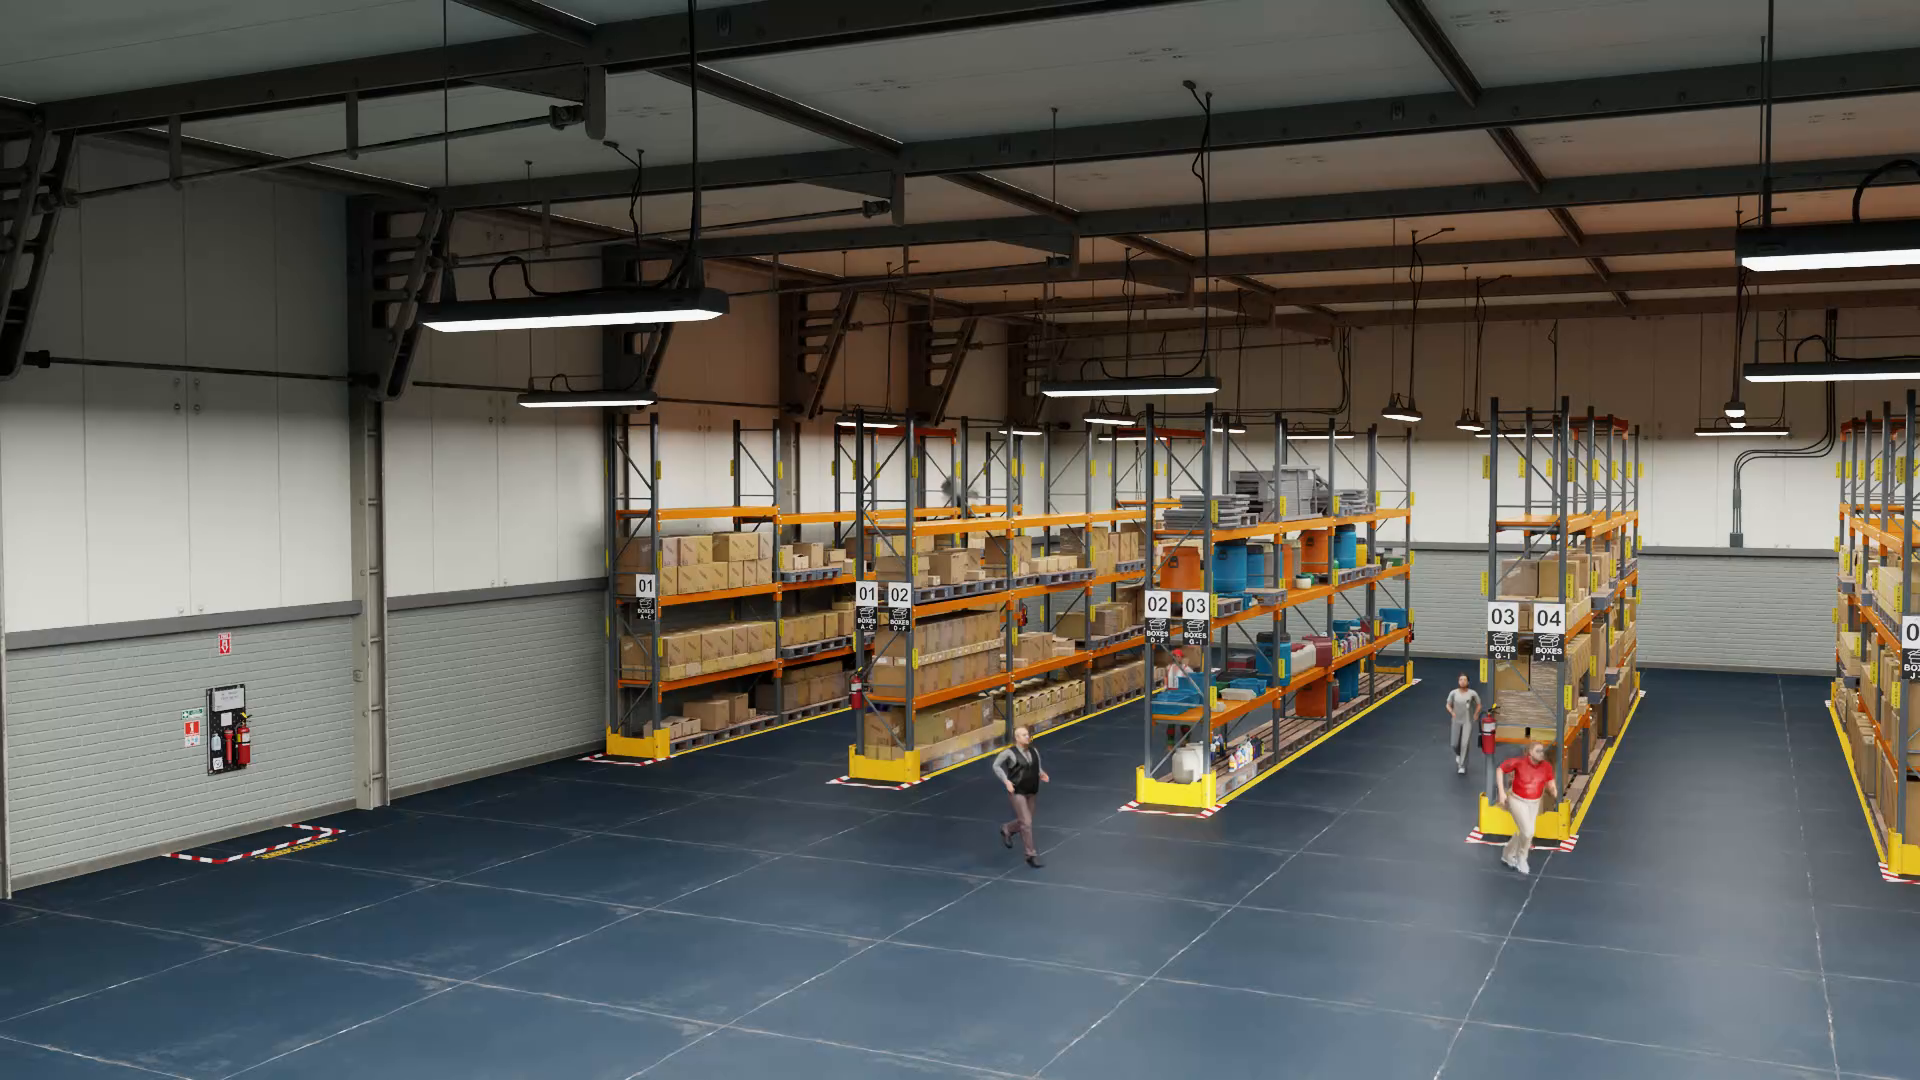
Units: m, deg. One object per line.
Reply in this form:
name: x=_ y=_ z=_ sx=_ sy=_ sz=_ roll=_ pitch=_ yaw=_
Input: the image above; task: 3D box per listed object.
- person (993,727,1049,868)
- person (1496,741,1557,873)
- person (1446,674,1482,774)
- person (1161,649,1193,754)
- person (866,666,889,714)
person: x=0.779 y=3.253 z=21.242 sx=0.663 sy=1.727 sz=0.928 roll=-2 pitch=3 yaw=-39
person: x=7.085 y=3.326 z=20.775 sx=0.683 sy=1.687 sz=0.874 roll=-1 pitch=3 yaw=-18
person: x=8.361 y=3.025 z=27.590 sx=0.569 sy=1.623 sz=0.718 roll=1 pitch=3 yaw=22
person: x=3.875 y=2.852 z=29.621 sx=0.640 sy=1.824 sz=0.814 roll=1 pitch=3 yaw=27
person: x=-1.507 y=2.899 z=30.875 sx=0.599 sy=1.600 sz=0.557 roll=1 pitch=3 yaw=19
